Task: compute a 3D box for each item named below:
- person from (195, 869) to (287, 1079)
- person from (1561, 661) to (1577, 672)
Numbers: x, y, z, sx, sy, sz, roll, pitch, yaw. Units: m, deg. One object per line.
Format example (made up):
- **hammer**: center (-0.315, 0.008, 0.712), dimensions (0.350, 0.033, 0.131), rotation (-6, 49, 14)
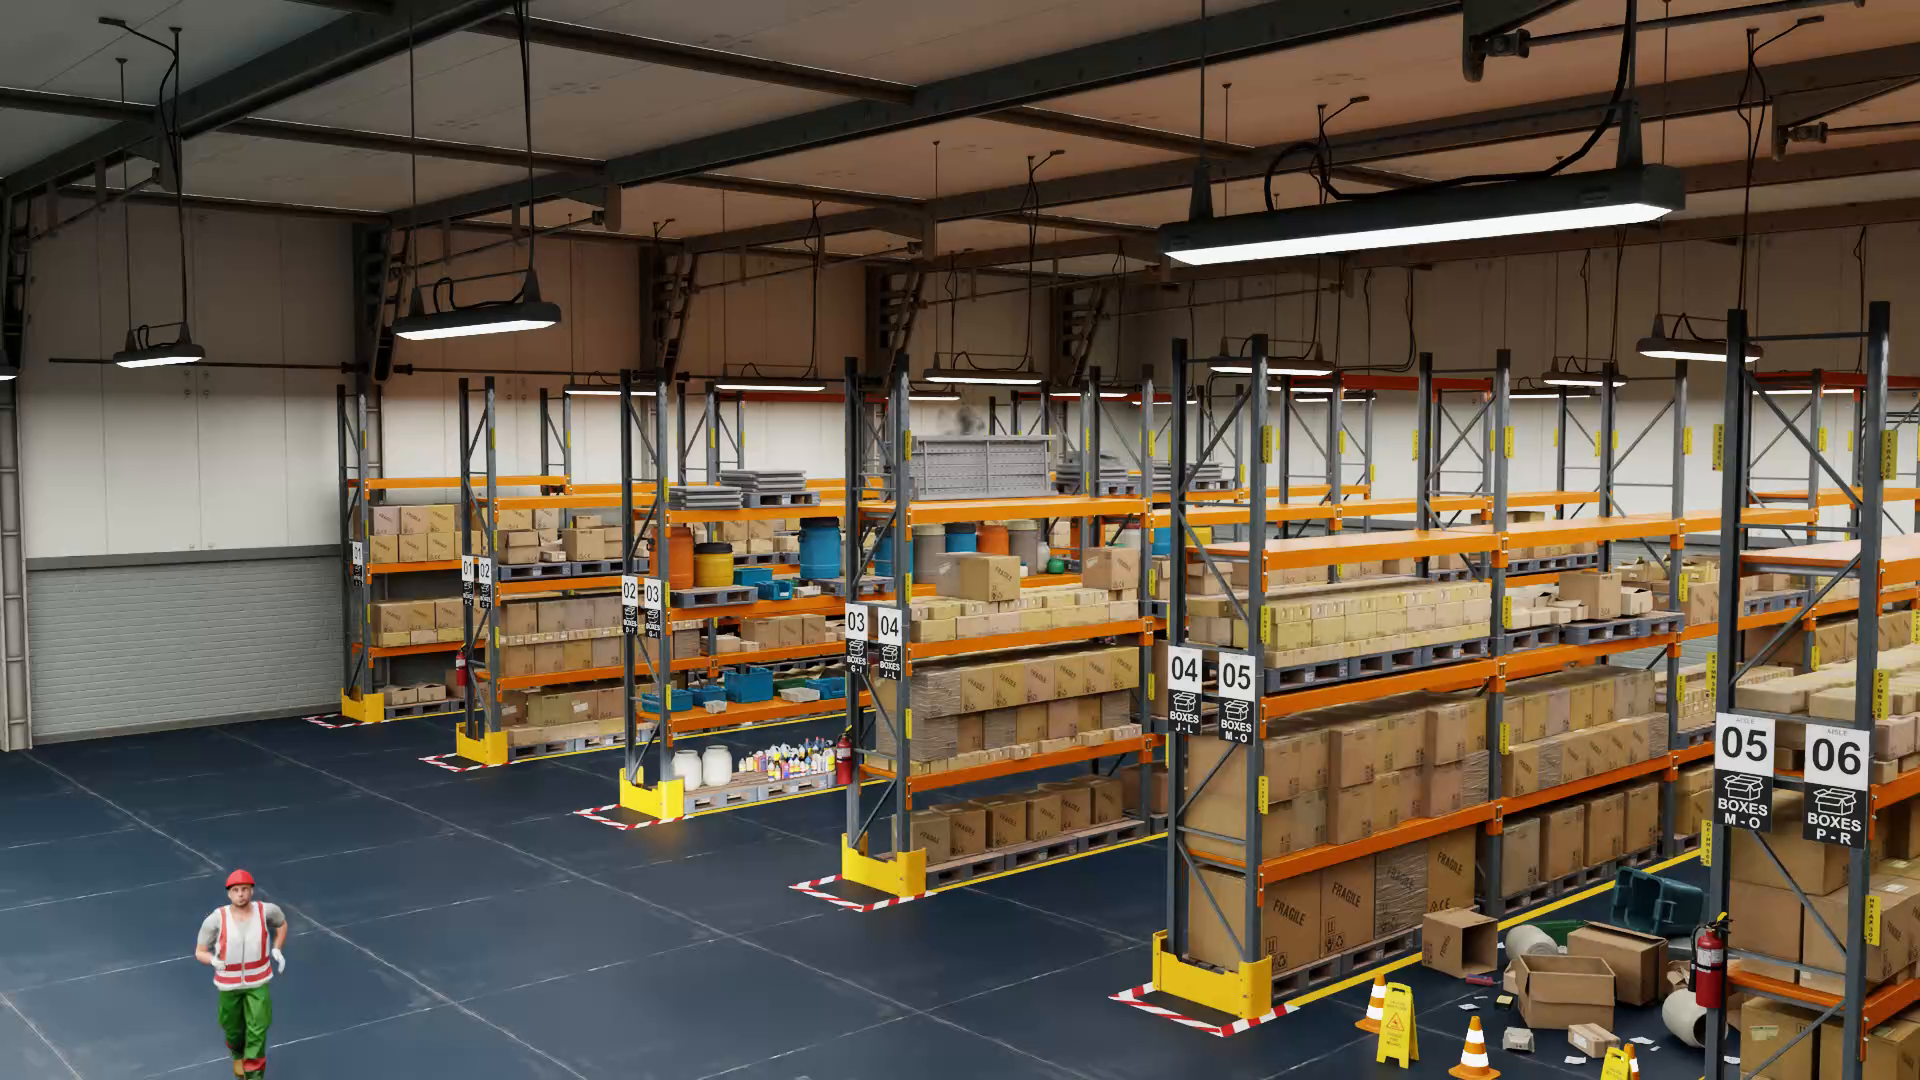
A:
- **person**: center (-5.495, 3.411, 12.750), dimensions (0.656, 1.786, 0.987), rotation (-2, 4, -24)
- **person**: center (9.267, 2.640, 25.438), dimensions (0.587, 1.741, 0.808), rotation (3, 5, 39)
